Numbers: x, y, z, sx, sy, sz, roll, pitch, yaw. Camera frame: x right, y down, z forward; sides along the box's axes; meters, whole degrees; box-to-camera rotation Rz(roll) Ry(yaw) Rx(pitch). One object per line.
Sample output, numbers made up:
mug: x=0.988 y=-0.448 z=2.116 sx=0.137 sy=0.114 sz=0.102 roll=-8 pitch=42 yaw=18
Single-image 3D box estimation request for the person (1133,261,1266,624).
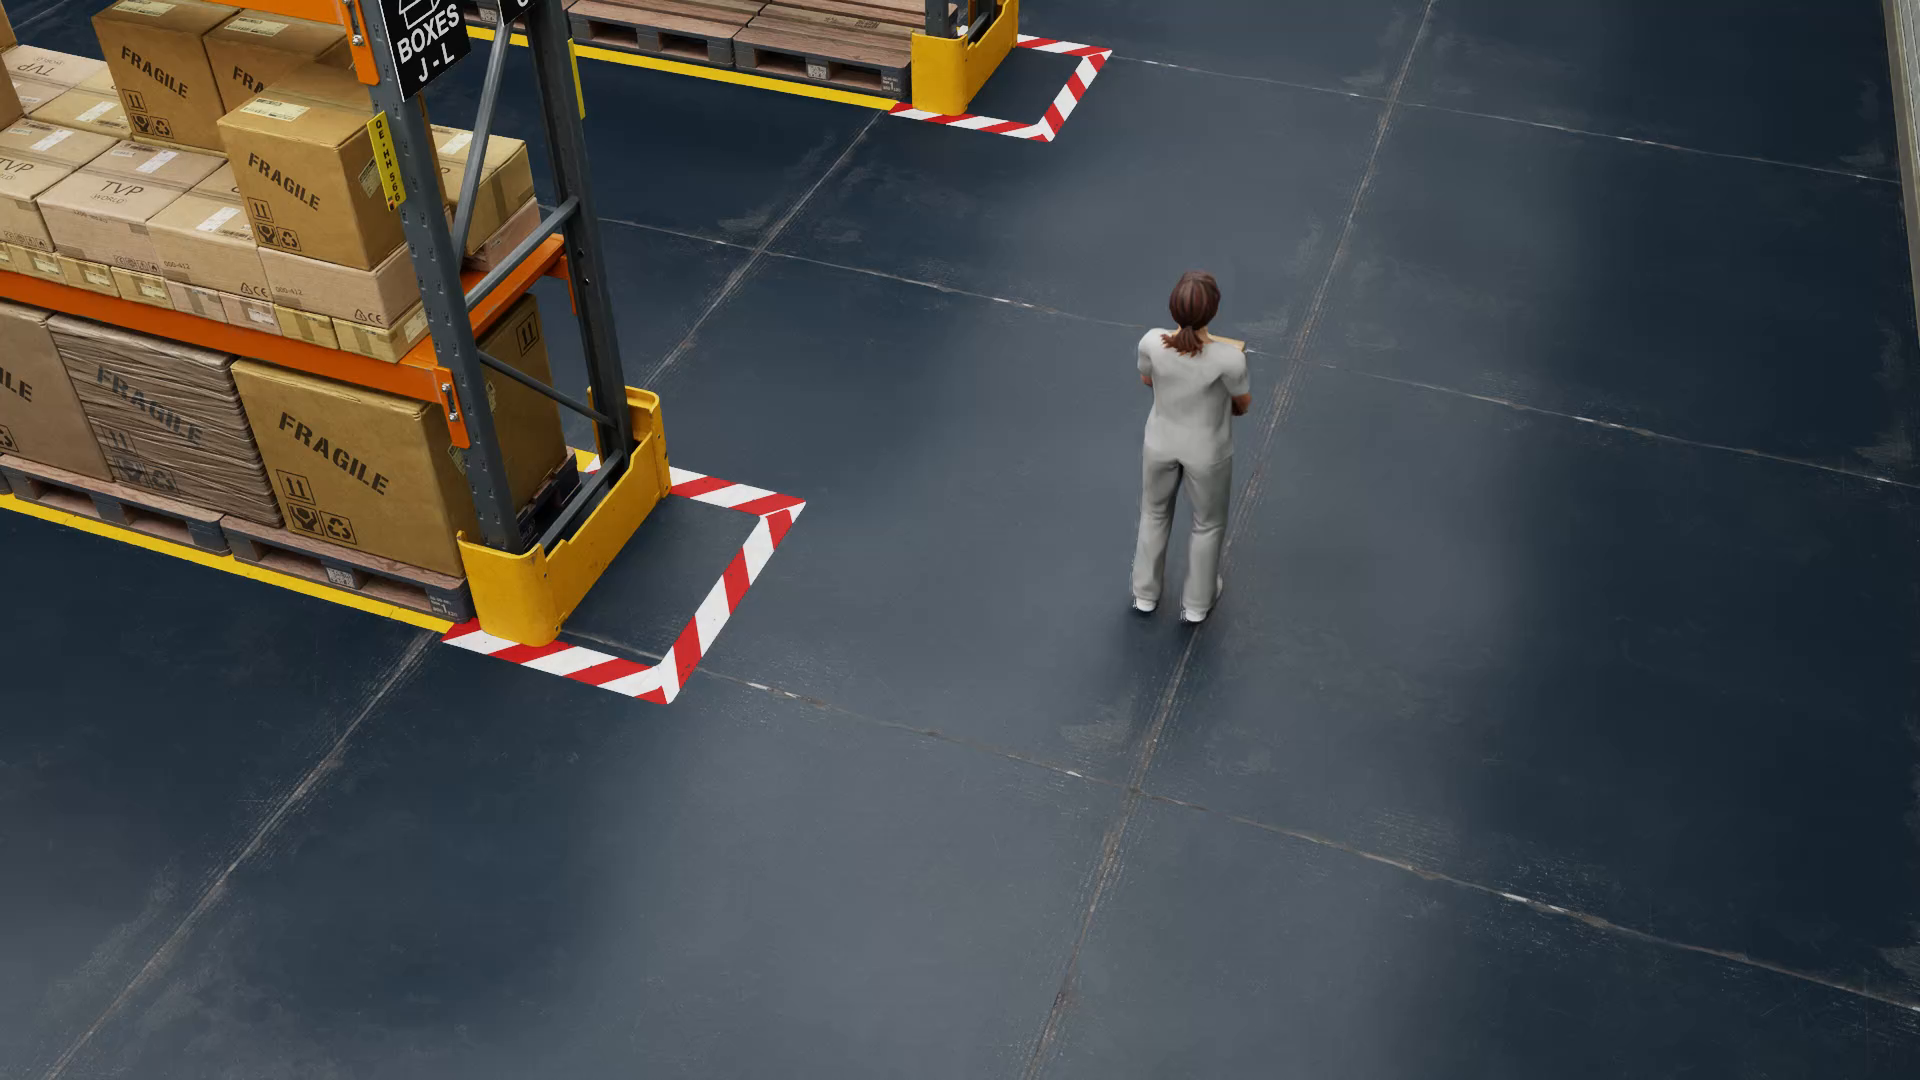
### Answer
person: x=0.971 y=-0.391 z=6.581 sx=0.534 sy=1.671 sz=0.501 roll=-16 pitch=44 yaw=-17
